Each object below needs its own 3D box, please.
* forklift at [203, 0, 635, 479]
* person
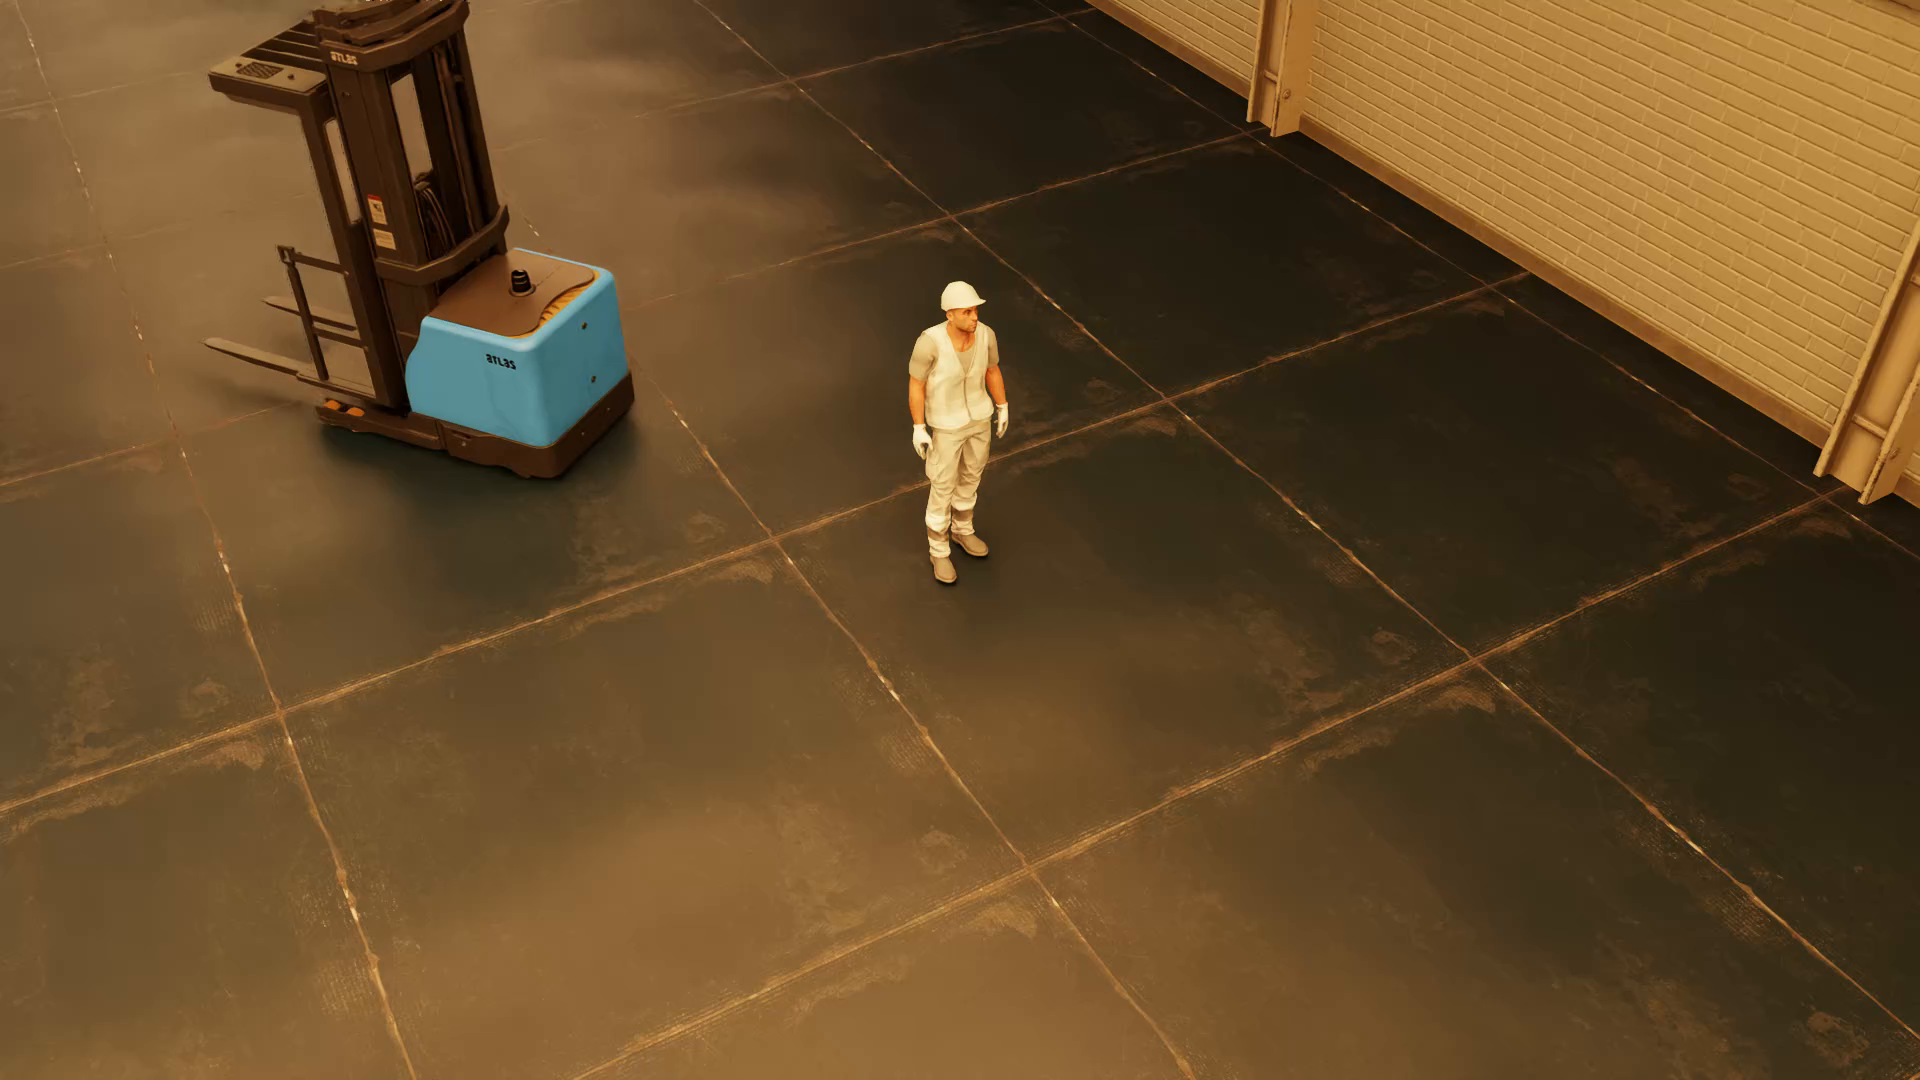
[{"bbox_3d":[-3.787,-2.145,10.623,3.031,2.935,1.130,16,42,18],"label":"forklift"},{"bbox_3d":[0.031,-0.646,9.698,0.638,1.789,0.562,-20,44,-23],"label":"person"}]
